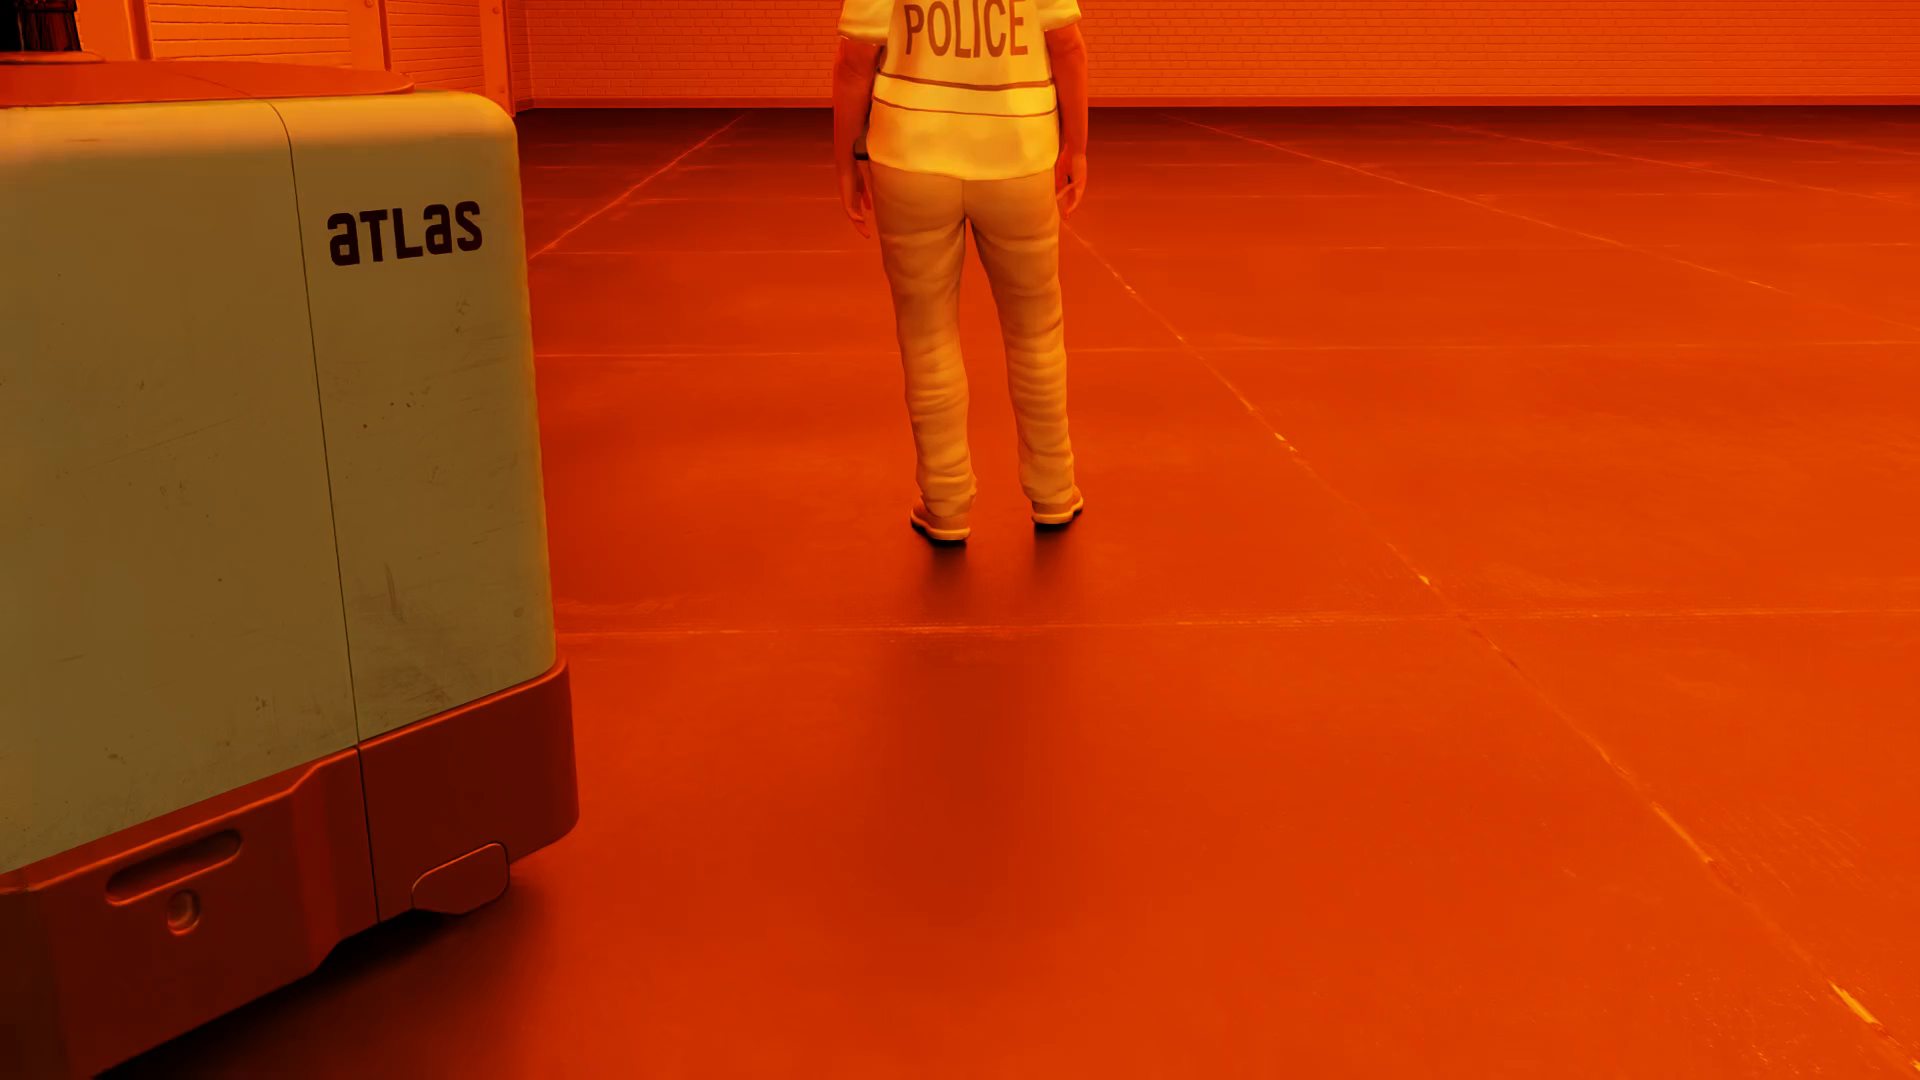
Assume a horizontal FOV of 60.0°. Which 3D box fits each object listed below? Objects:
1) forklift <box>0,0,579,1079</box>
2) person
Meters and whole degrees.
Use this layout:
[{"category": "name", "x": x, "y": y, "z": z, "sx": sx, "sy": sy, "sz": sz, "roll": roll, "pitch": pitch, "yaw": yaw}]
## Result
[{"category": "forklift", "x": -1.839, "y": -0.679, "z": 1.129, "sx": 1.130, "sy": 2.935, "sz": 3.031, "roll": 13, "pitch": 21, "yaw": 36}, {"category": "person", "x": 0.019, "y": -0.827, "z": 3.746, "sx": 0.598, "sy": 1.670, "sz": 0.529, "roll": -1, "pitch": 17, "yaw": -3}]
